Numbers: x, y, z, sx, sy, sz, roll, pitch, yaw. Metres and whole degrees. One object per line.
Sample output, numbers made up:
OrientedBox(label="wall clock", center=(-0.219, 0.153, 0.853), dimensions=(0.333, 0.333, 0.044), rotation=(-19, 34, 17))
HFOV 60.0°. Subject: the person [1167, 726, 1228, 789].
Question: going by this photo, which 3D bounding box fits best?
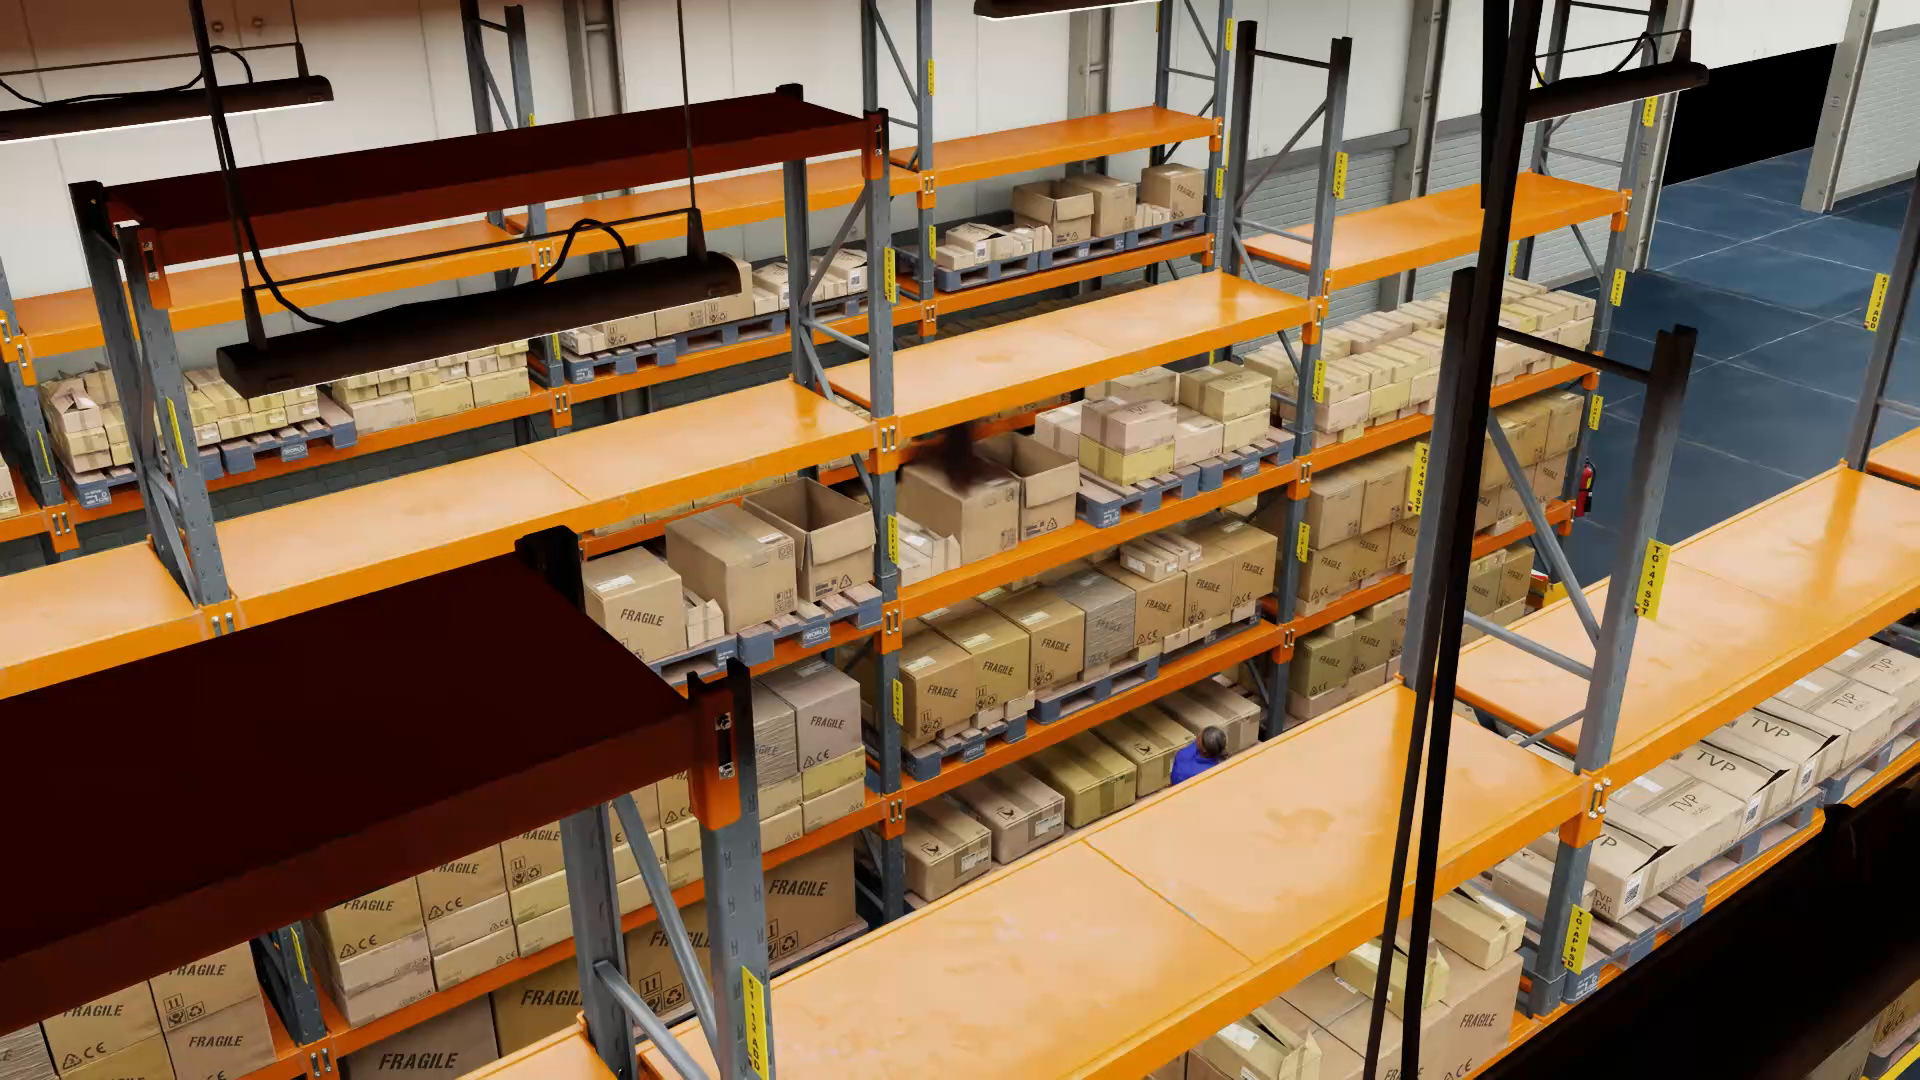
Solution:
OrientedBox(label="person", center=(1.579, 1.930, 11.714), dimensions=(0.455, 1.661, 0.615), rotation=(0, 26, -1))
